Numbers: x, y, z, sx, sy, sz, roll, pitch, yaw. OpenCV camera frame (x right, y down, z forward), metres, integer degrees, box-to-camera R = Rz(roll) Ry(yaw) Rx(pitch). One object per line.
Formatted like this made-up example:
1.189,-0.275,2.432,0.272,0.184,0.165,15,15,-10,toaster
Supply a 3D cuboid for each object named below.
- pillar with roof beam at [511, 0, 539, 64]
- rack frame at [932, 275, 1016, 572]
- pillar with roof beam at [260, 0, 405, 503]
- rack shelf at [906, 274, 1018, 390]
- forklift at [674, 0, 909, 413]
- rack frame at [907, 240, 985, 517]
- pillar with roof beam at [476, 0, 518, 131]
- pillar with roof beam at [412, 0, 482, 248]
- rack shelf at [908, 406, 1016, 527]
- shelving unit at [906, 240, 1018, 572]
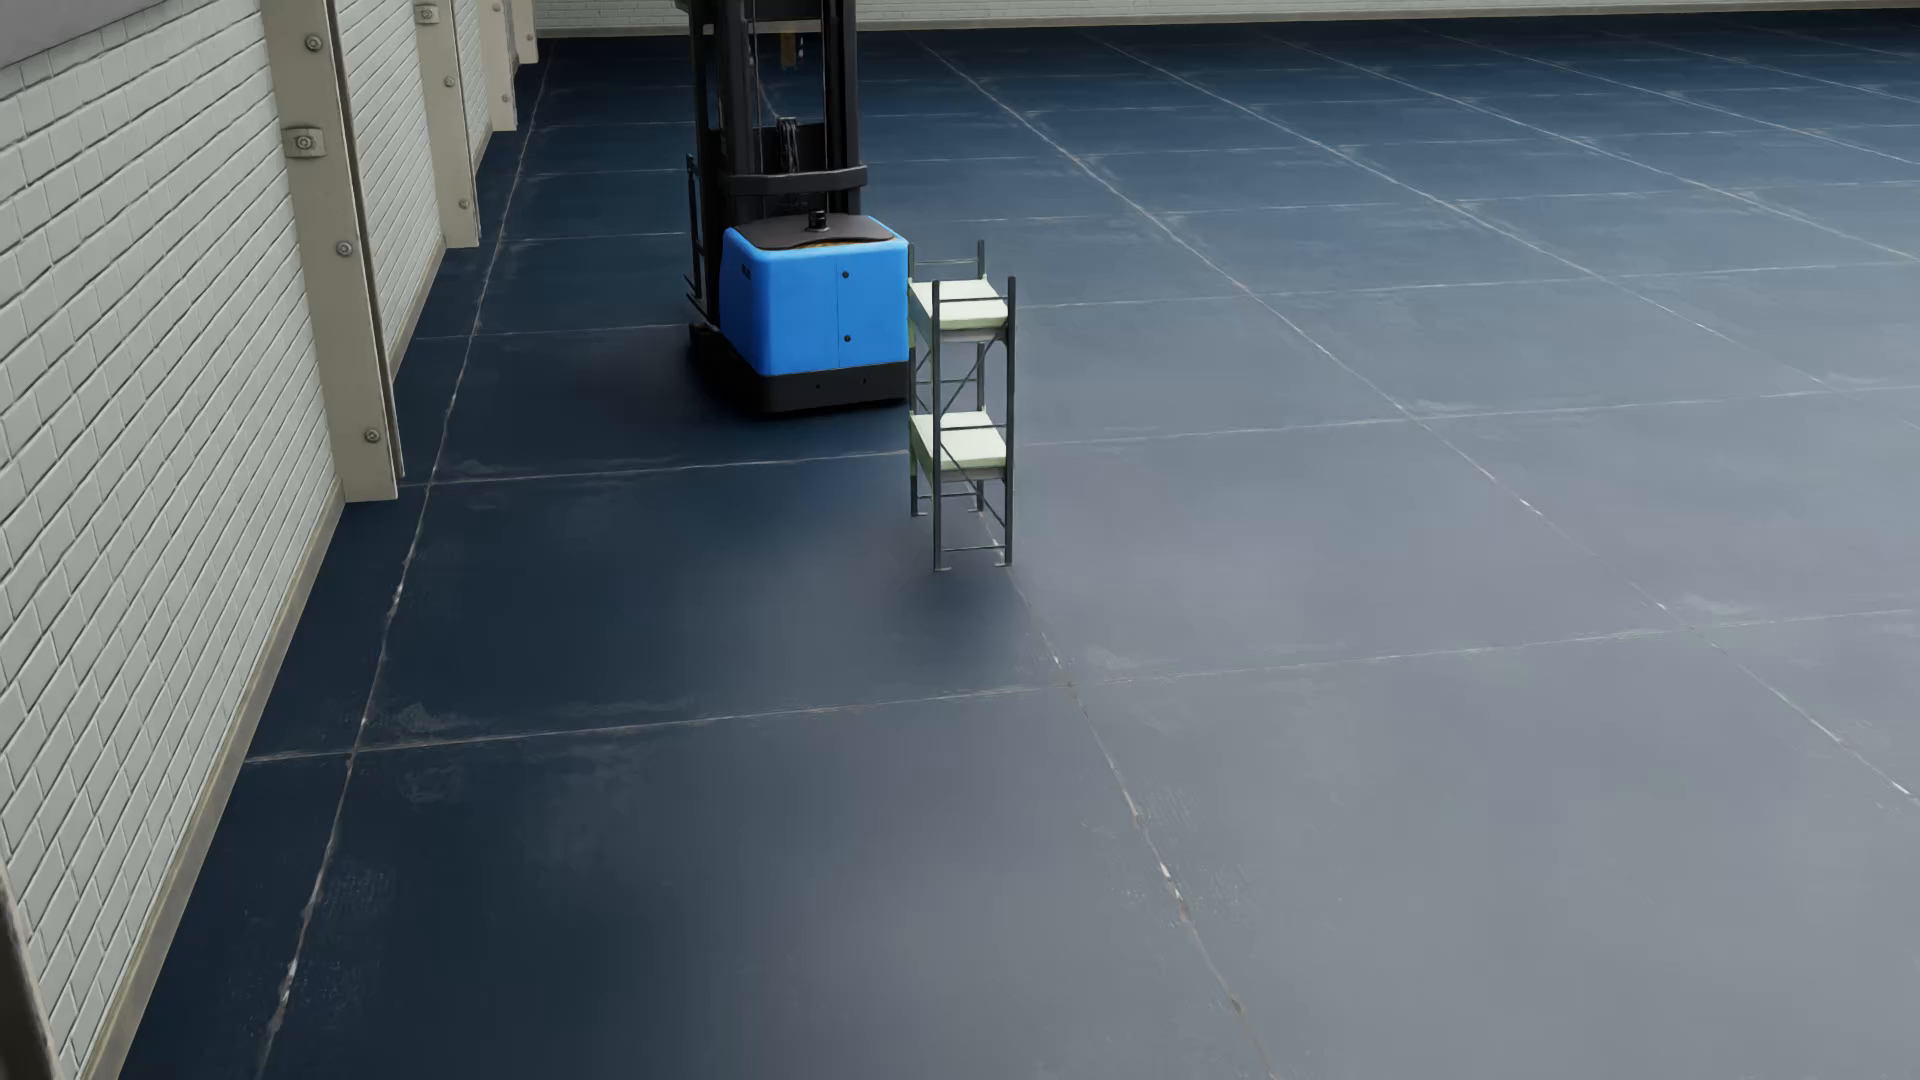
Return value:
-2.427,-11.817,24.564,9.100,9.000,0.400,-4,24,-10,pillar with roof beam
0.066,-0.546,8.126,0.400,1.500,0.023,-4,24,-10,rack frame
0.901,-4.737,8.353,9.100,9.000,0.400,-4,24,-10,pillar with roof beam
-0.001,-1.048,8.300,0.431,0.370,0.720,-4,24,-10,rack shelf
-1.293,-2.701,11.272,1.130,2.935,3.031,-9,25,-19,forklift
-0.069,-0.834,8.785,0.400,1.500,0.023,-4,24,-10,rack frame
-1.318,-9.457,19.160,9.100,9.000,0.400,-4,24,-10,pillar with roof beam
-0.208,-7.097,13.757,9.100,9.000,0.400,-4,24,-10,pillar with roof beam
-0.001,-0.391,8.586,0.431,0.370,0.720,-4,24,-10,rack shelf
-0.001,-0.690,8.456,0.431,1.500,0.755,-4,24,-10,shelving unit
